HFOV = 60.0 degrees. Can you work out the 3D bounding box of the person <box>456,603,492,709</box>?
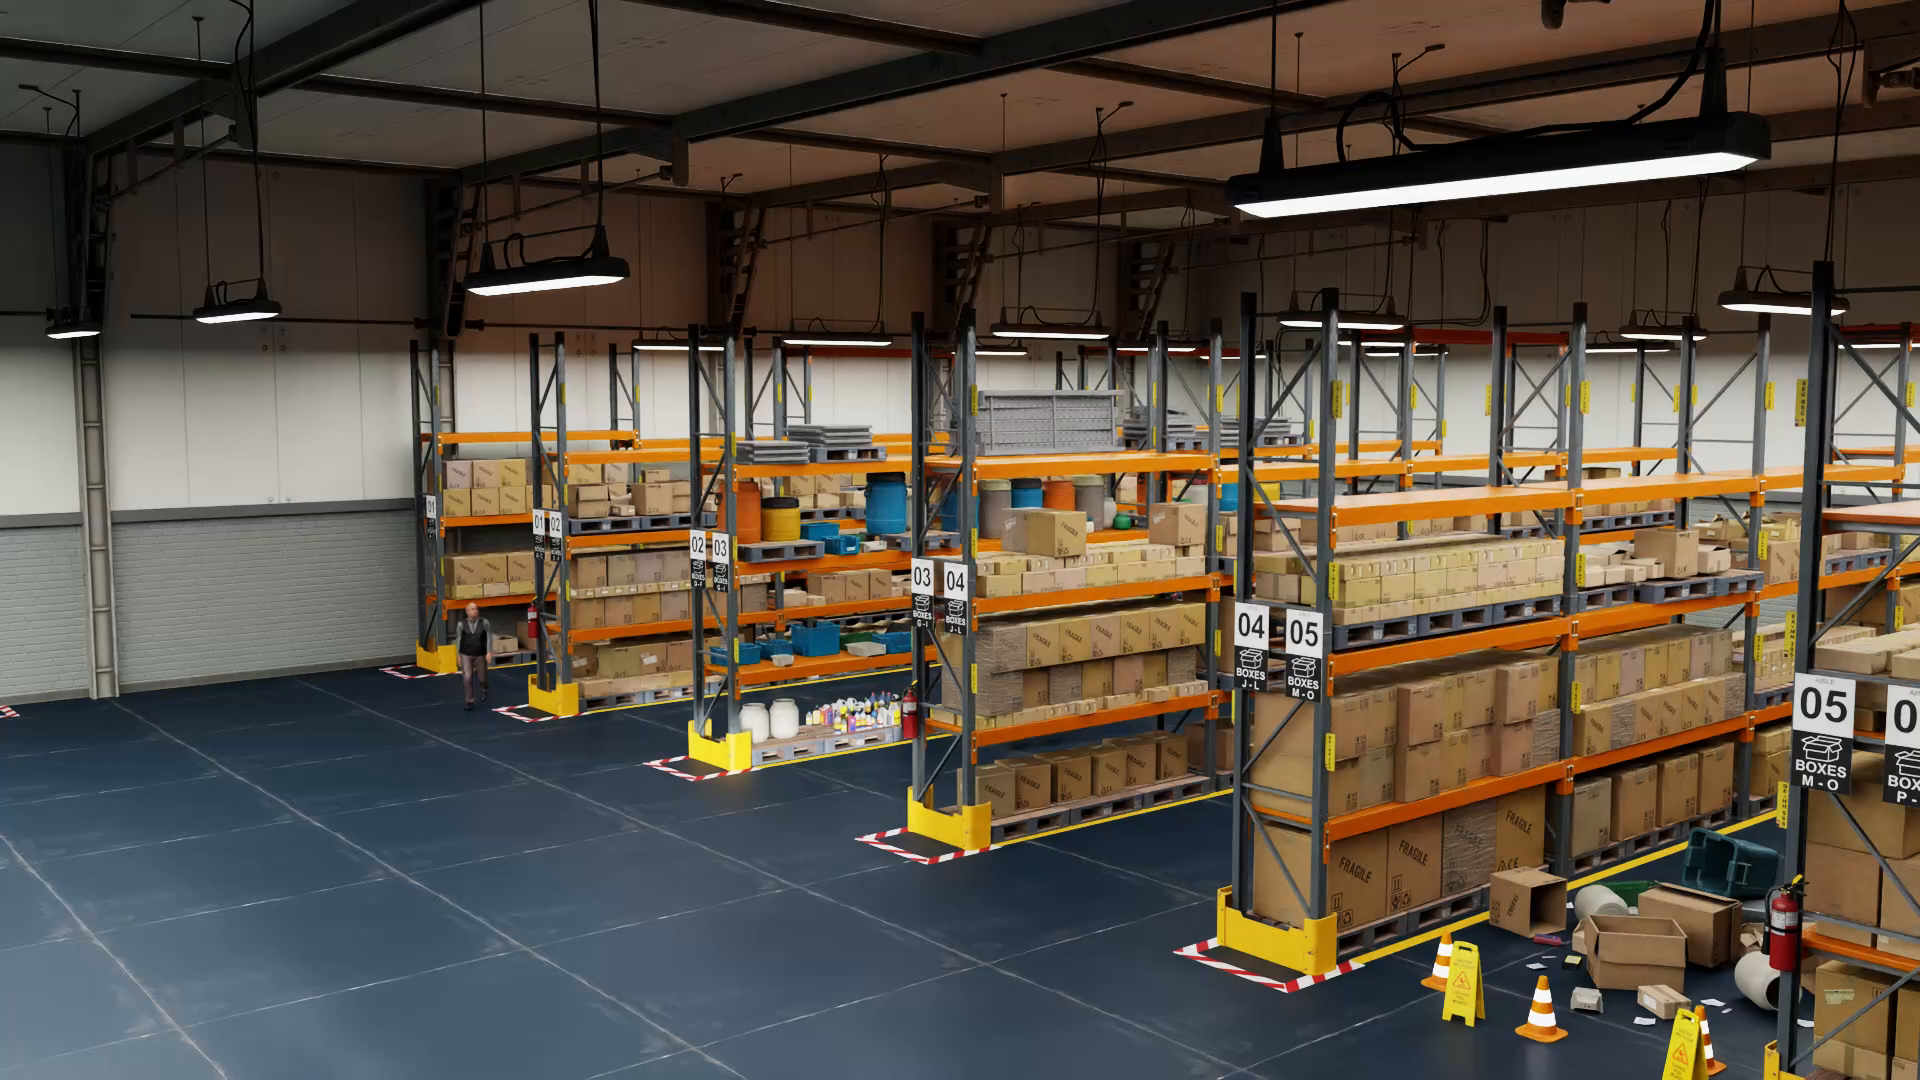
[{"bbox_3d":[-7.786,1.844,26.693,0.551,1.695,0.719,-1,5,-6],"label":"person"}]
